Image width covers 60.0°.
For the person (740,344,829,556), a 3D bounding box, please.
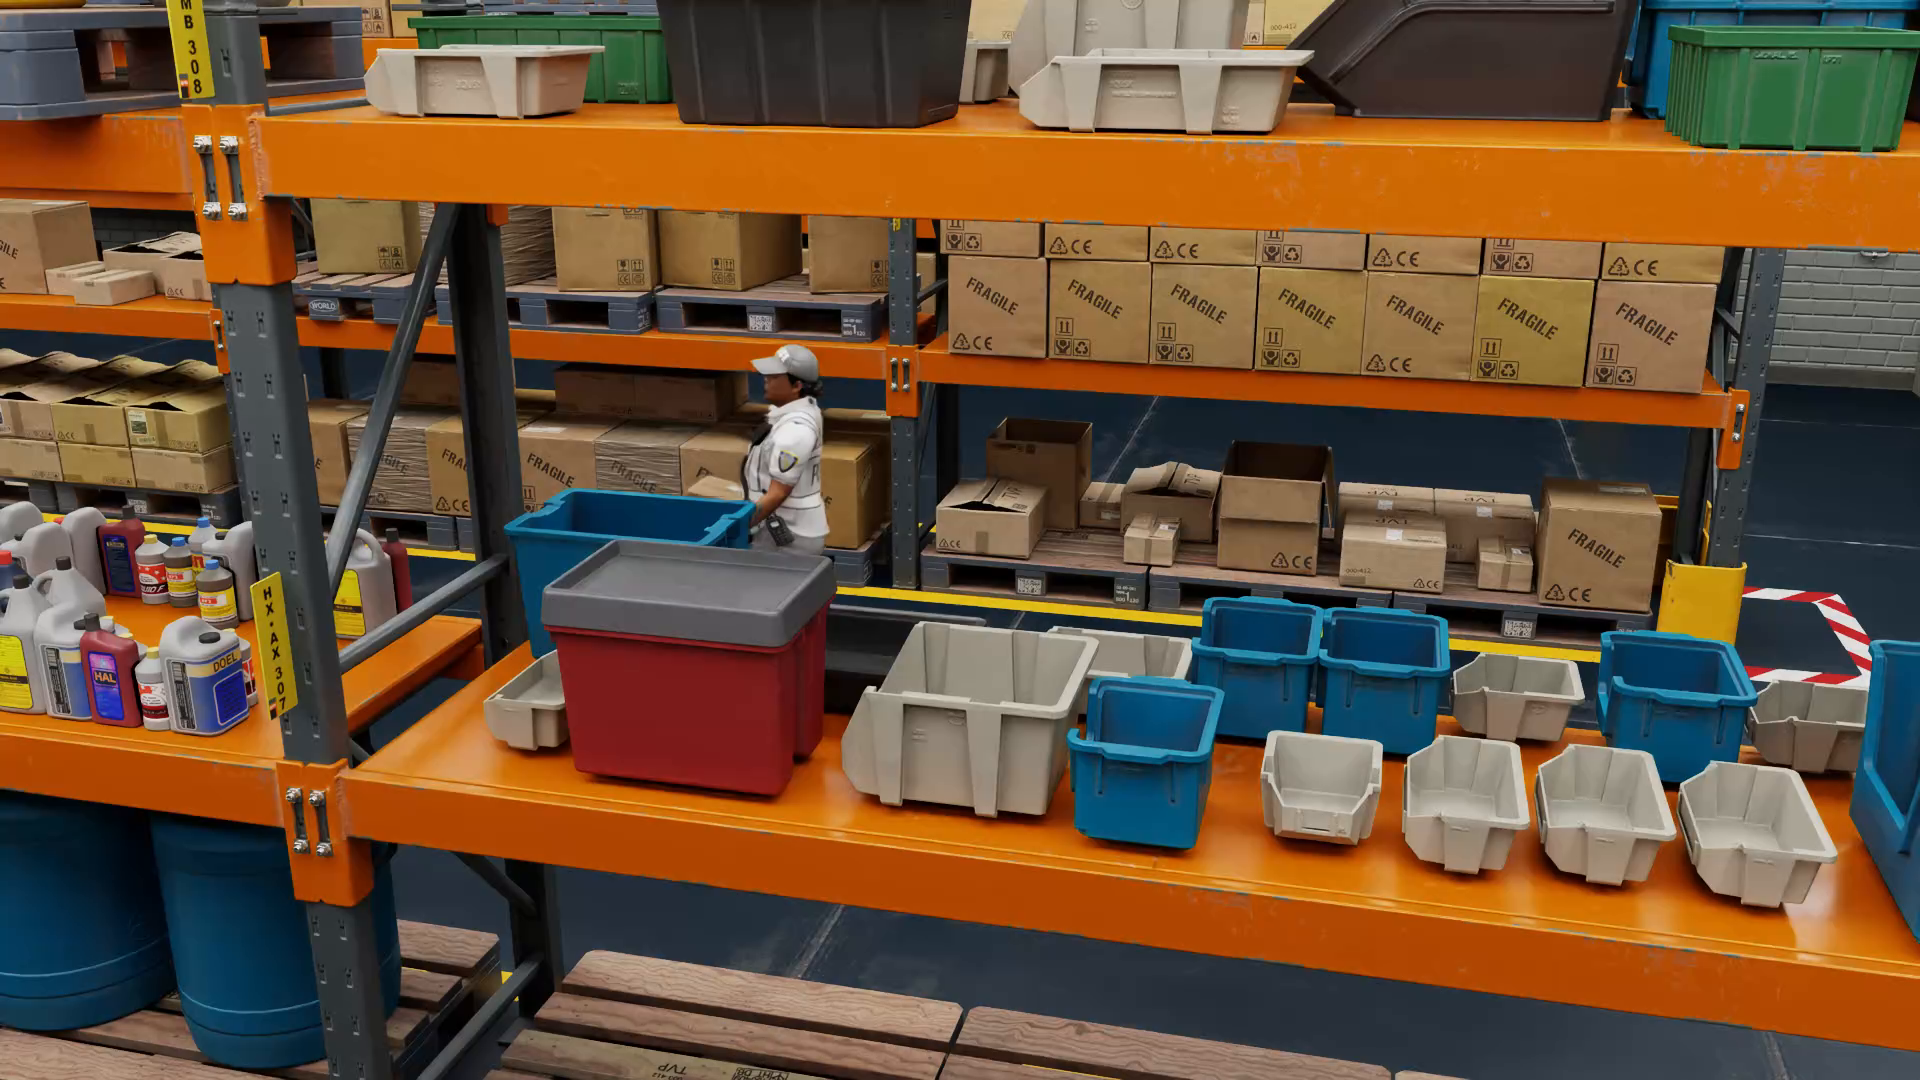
[{"bbox_3d":[-0.809,-0.020,7.105,0.497,1.670,0.537,-2,19,-6],"label":"person"}]
